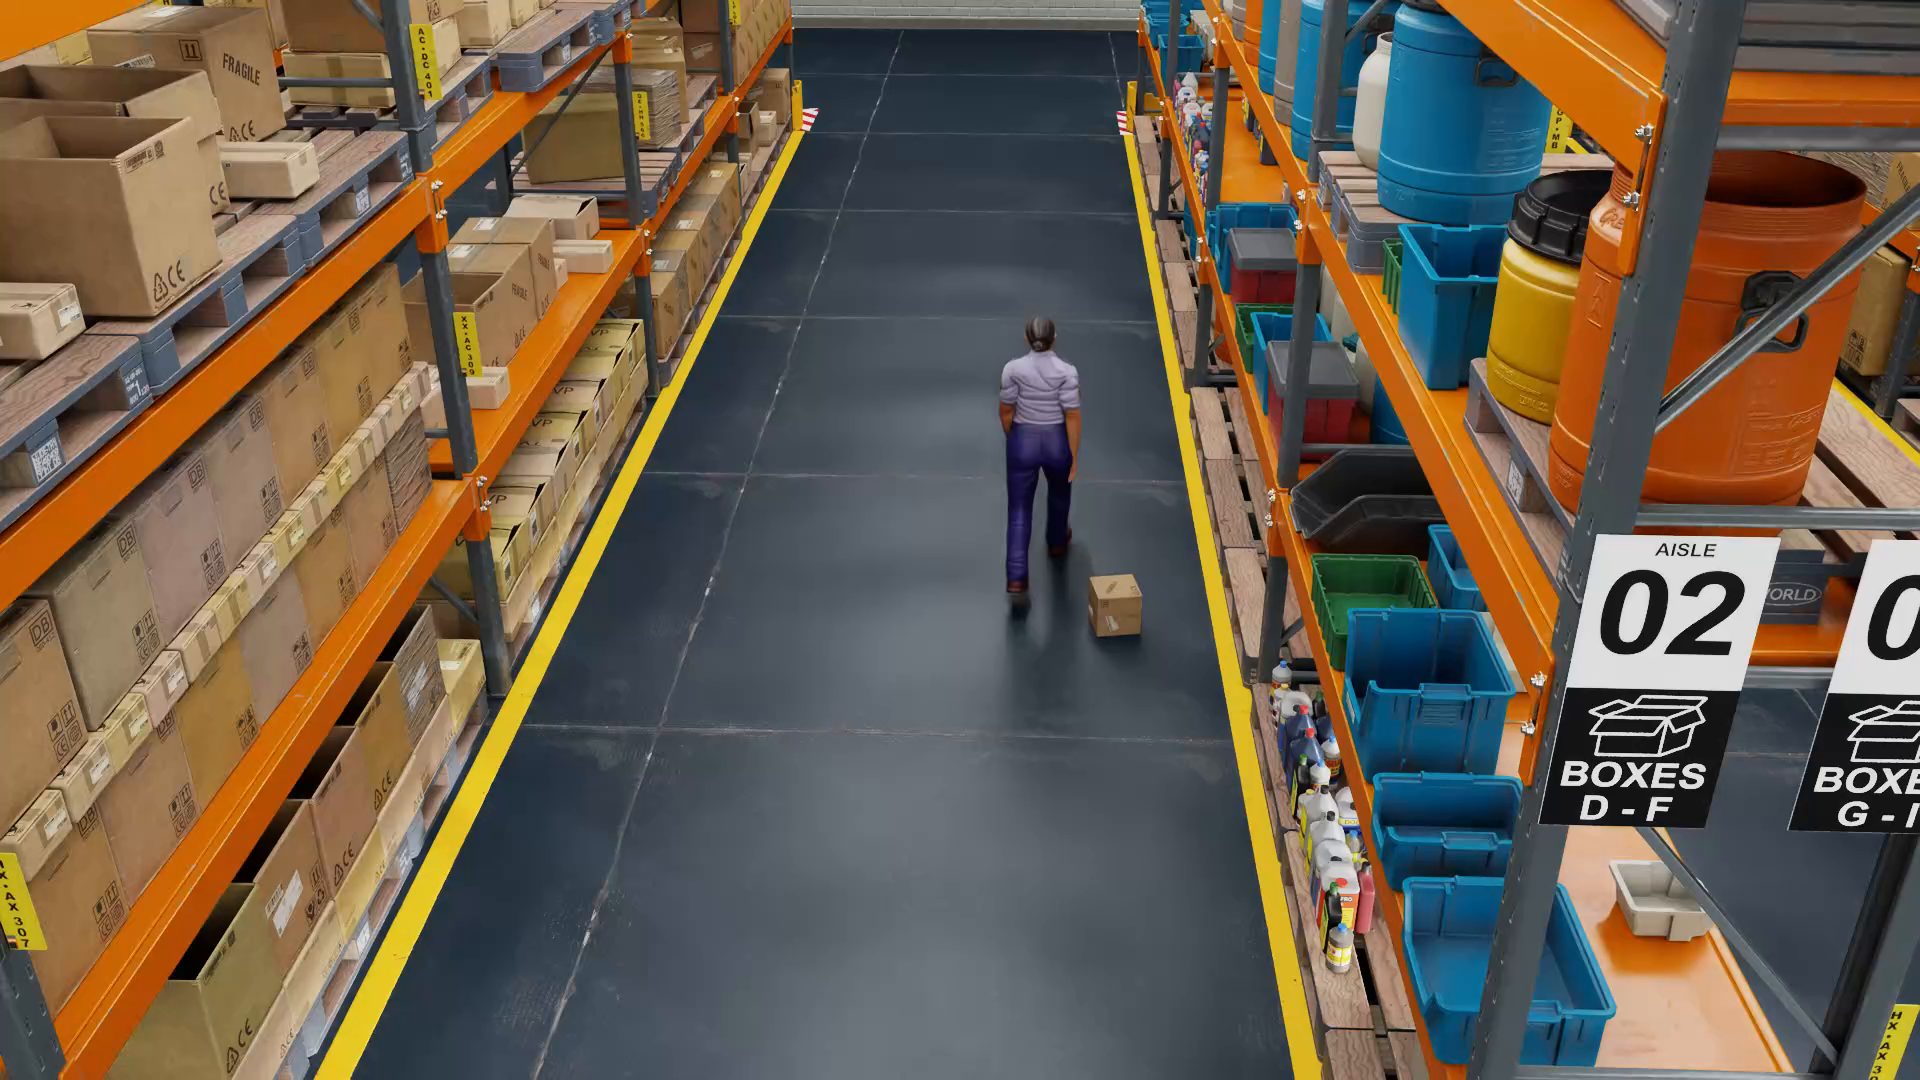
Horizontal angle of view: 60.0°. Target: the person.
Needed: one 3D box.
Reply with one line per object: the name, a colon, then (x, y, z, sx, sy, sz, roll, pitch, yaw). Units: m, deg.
person: (0.458, -0.524, 9.631, 0.477, 1.589, 0.971, 2, 28, 3)
